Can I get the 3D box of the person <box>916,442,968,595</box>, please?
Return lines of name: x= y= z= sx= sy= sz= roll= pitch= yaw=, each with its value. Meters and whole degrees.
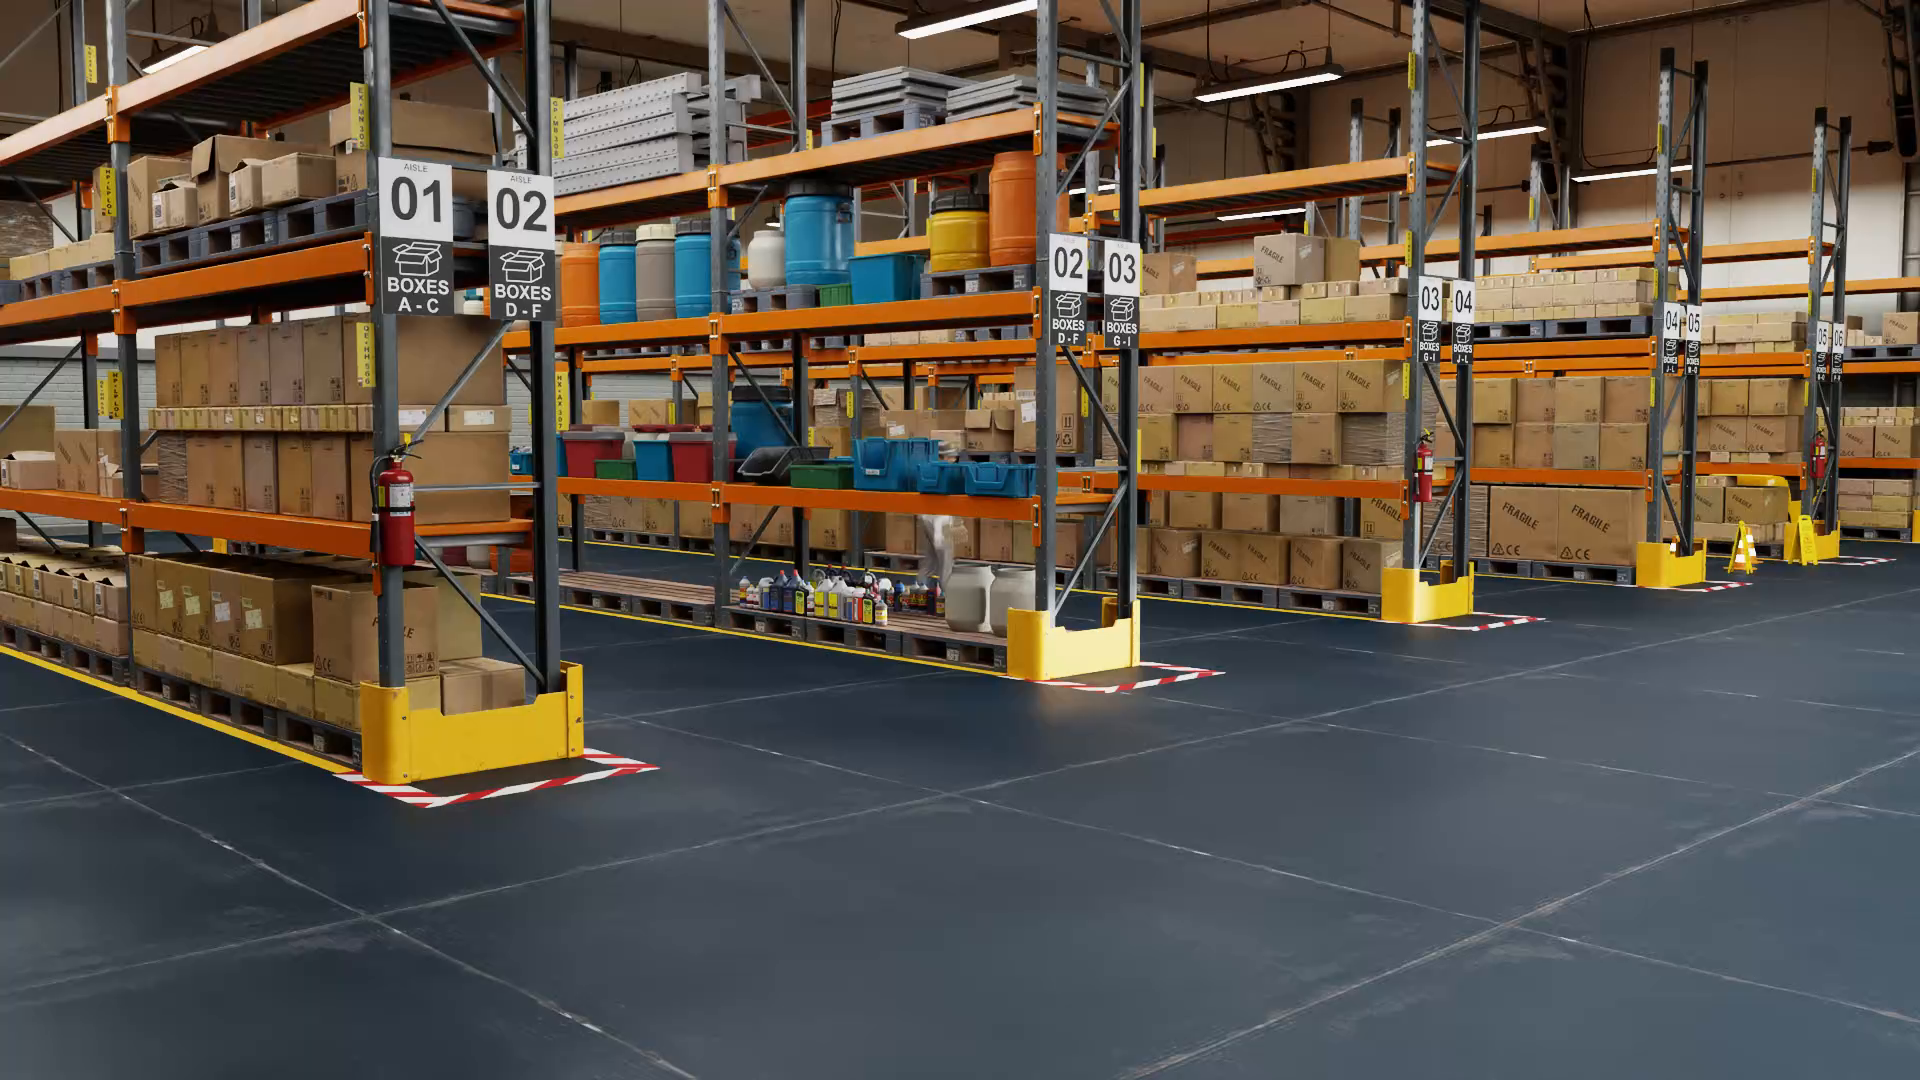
person: x=-0.142 y=-0.106 z=15.730 sx=0.639 sy=1.649 sz=0.530 roll=0 pitch=4 yaw=5
